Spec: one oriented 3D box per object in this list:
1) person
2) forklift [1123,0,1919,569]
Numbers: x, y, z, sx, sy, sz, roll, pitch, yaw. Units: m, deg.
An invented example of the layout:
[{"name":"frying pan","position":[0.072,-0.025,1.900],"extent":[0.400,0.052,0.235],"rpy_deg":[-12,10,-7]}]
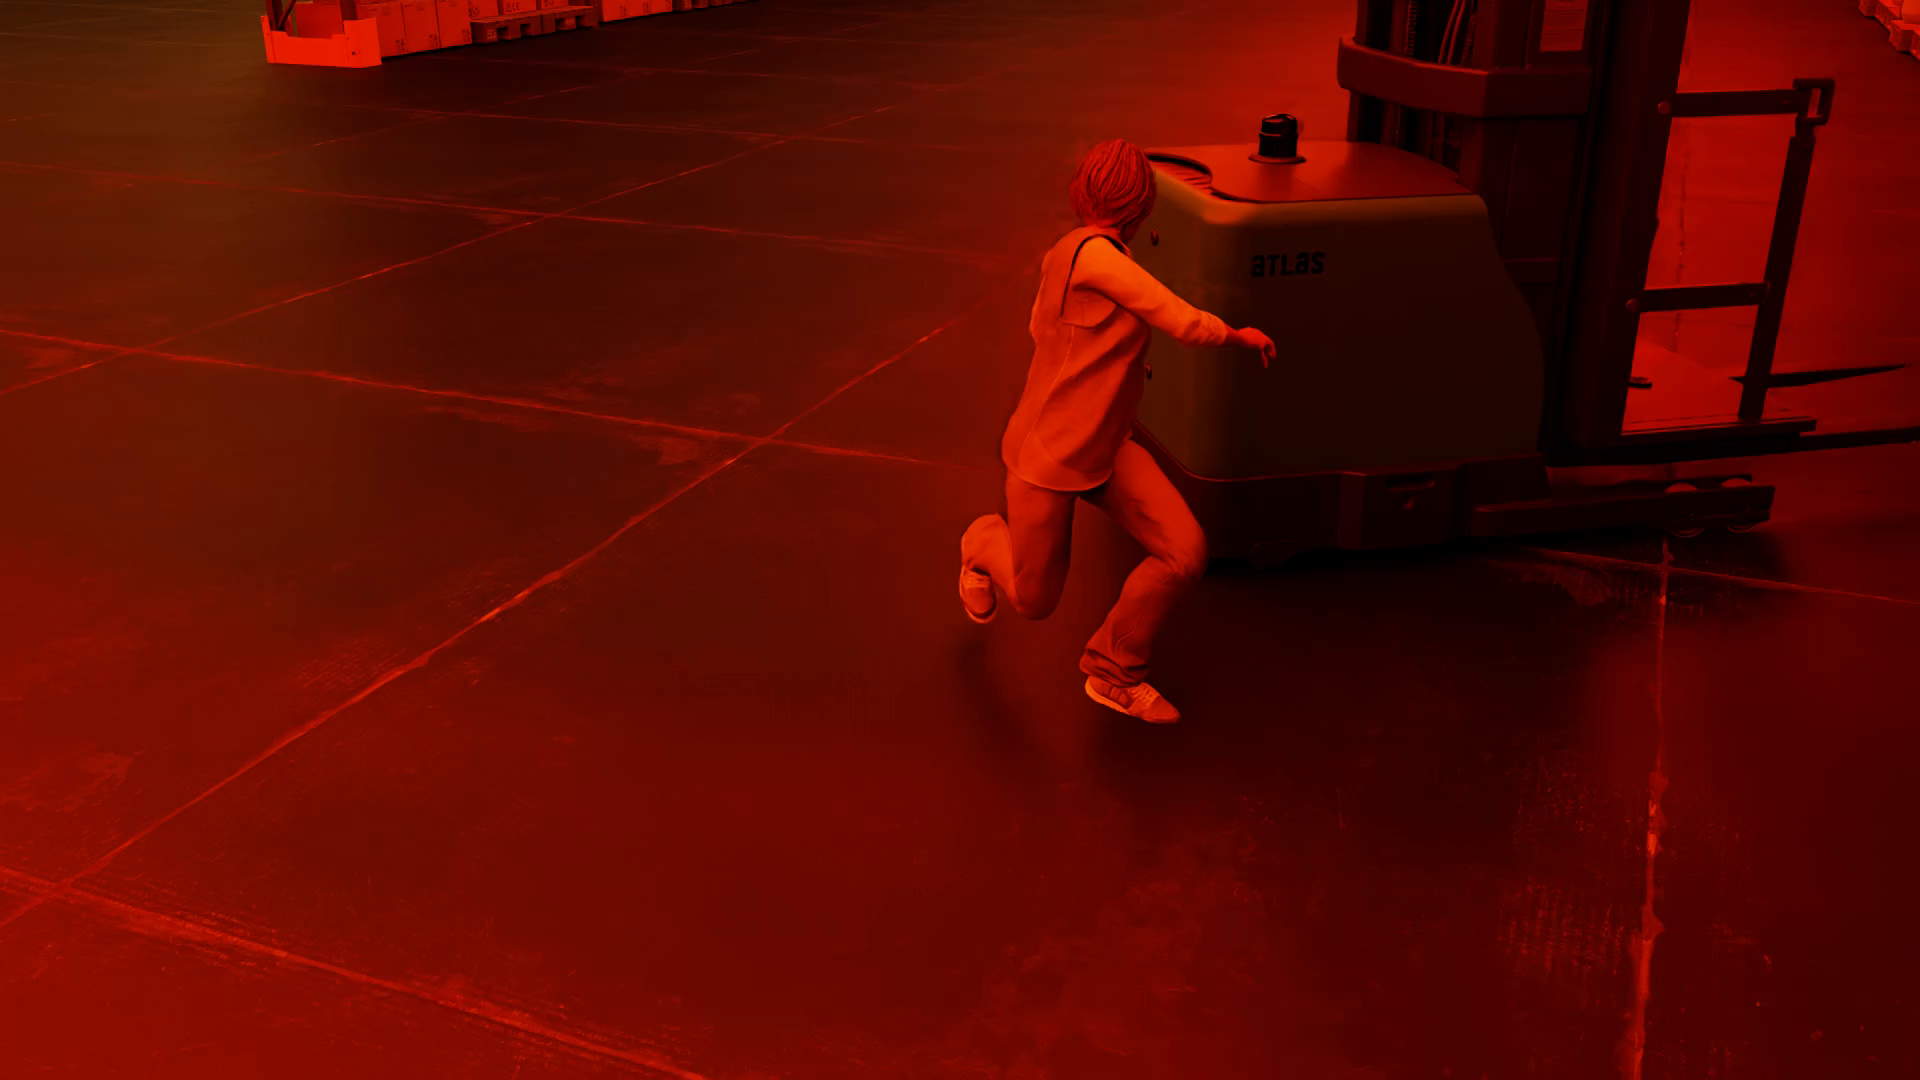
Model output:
[{"name":"person","position":[0.309,-0.279,4.087],"extent":[0.848,1.358,0.576],"rpy_deg":[18,29,36]},{"name":"forklift","position":[2.025,-1.551,5.004],"extent":[3.031,2.935,1.130],"rpy_deg":[-5,23,-12]}]
